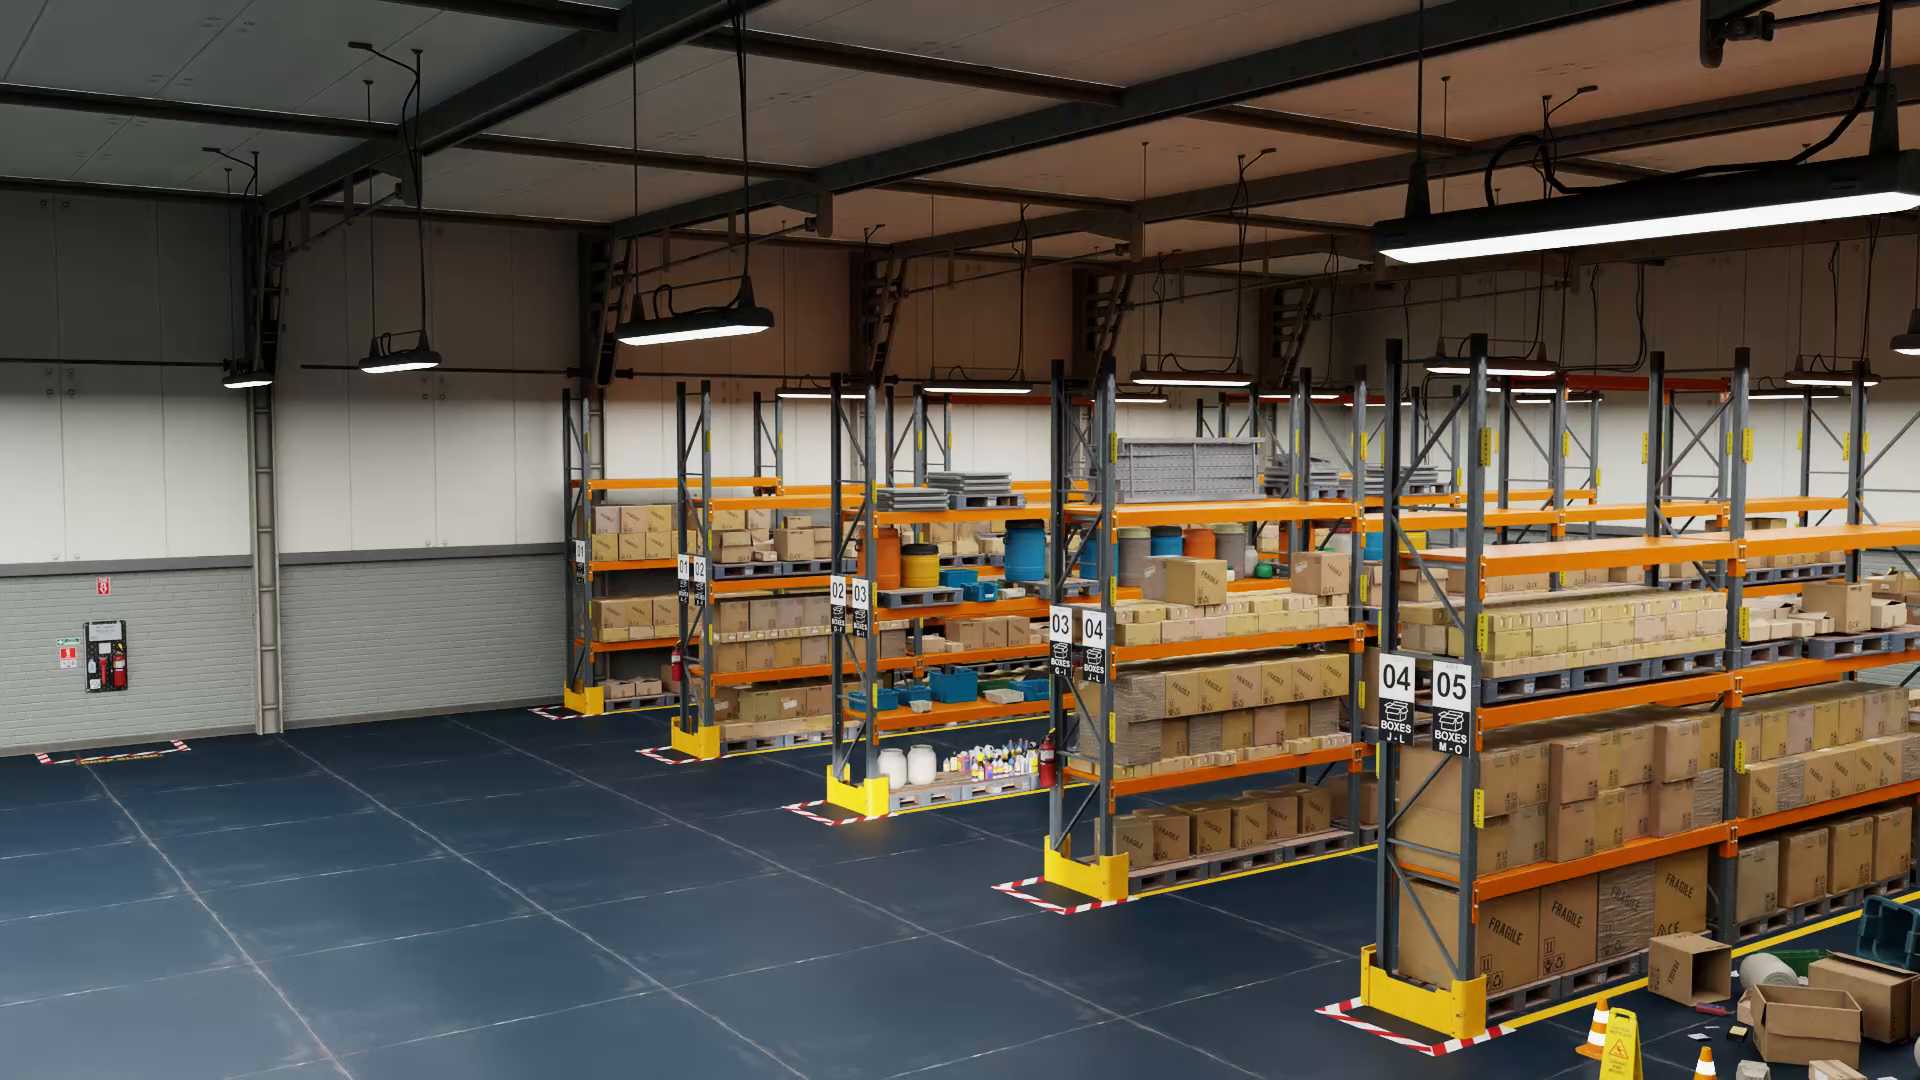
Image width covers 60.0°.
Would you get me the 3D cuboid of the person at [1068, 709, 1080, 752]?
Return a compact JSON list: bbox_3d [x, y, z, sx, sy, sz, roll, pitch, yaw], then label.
[{"bbox_3d":[2.077,2.660,26.841,0.637,1.544,0.471,-1,4,-13],"label":"person"}]
